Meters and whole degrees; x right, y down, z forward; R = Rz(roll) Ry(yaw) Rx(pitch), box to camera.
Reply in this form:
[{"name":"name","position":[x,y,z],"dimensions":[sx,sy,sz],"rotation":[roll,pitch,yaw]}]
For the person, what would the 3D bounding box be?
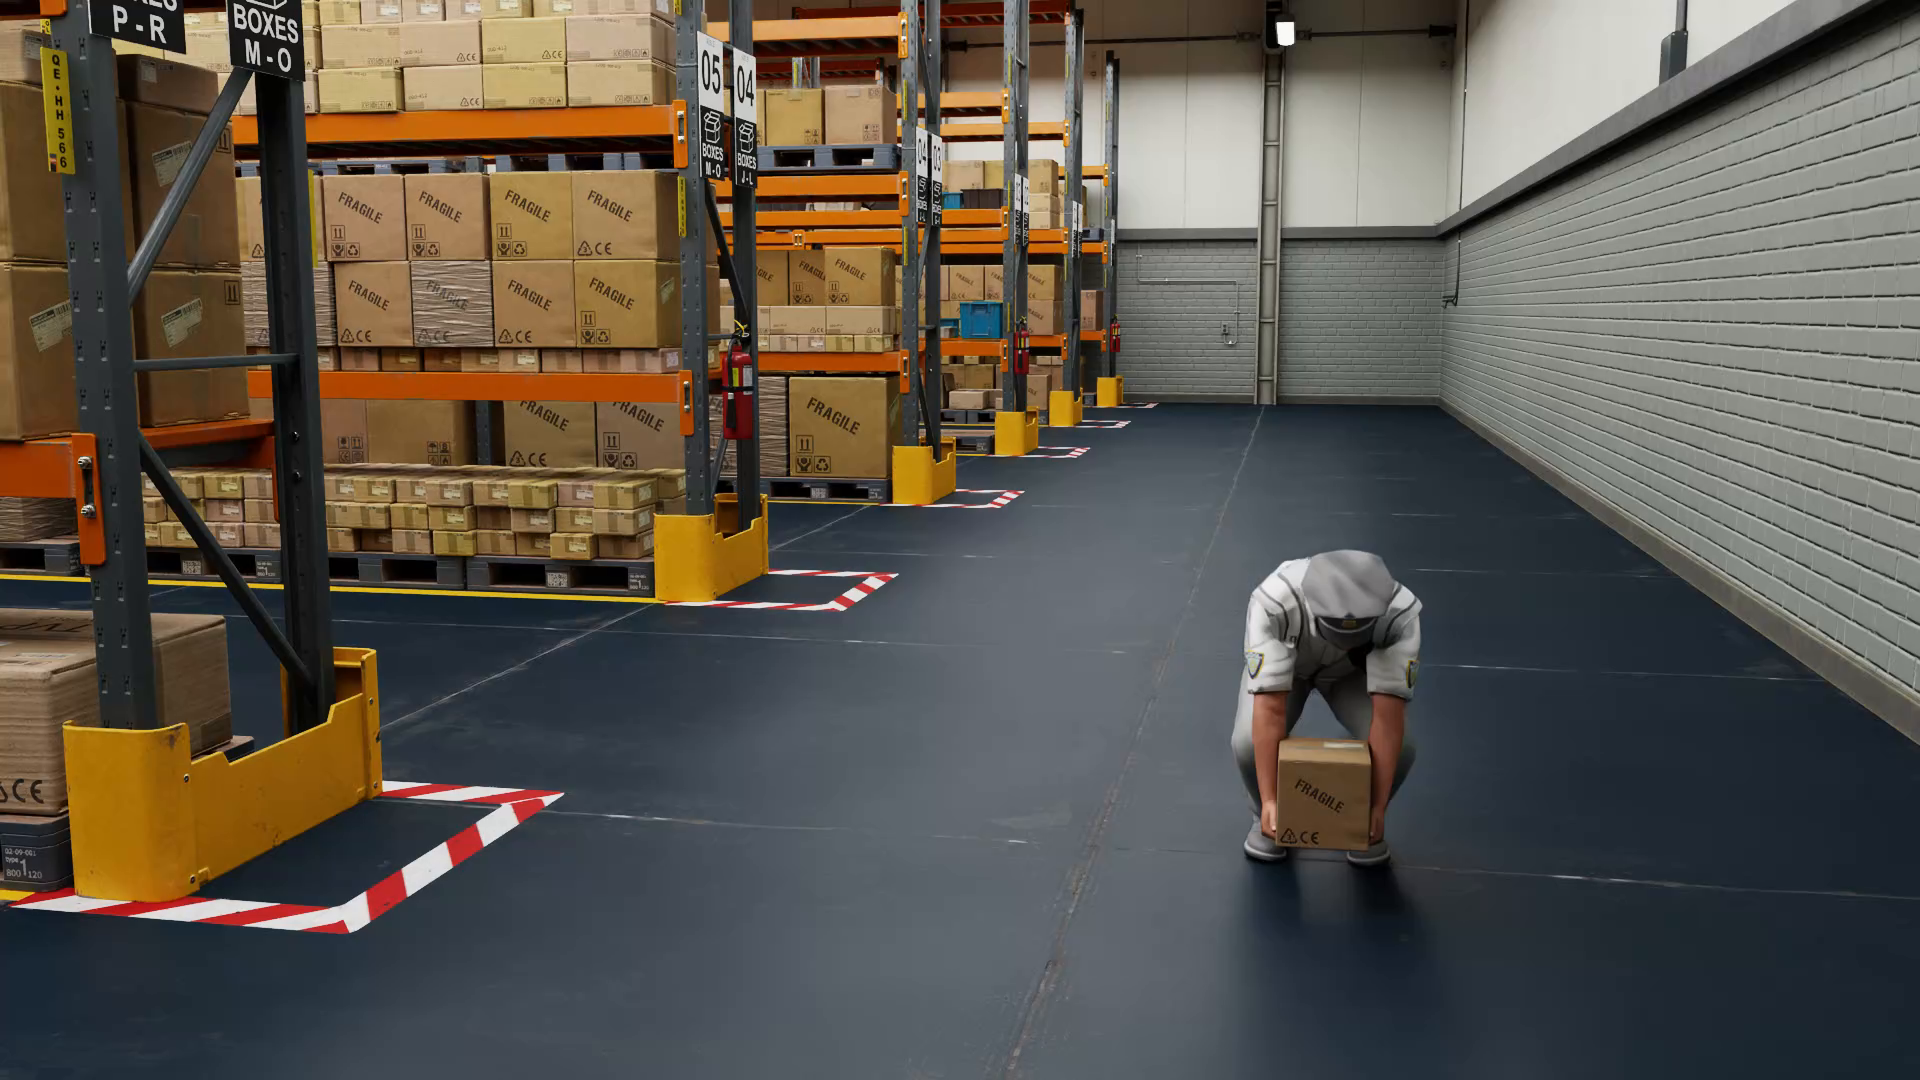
[{"name":"person","position":[1.081,0.489,4.938],"dimensions":[0.539,1.023,0.975],"rotation":[1,8,9]}]
